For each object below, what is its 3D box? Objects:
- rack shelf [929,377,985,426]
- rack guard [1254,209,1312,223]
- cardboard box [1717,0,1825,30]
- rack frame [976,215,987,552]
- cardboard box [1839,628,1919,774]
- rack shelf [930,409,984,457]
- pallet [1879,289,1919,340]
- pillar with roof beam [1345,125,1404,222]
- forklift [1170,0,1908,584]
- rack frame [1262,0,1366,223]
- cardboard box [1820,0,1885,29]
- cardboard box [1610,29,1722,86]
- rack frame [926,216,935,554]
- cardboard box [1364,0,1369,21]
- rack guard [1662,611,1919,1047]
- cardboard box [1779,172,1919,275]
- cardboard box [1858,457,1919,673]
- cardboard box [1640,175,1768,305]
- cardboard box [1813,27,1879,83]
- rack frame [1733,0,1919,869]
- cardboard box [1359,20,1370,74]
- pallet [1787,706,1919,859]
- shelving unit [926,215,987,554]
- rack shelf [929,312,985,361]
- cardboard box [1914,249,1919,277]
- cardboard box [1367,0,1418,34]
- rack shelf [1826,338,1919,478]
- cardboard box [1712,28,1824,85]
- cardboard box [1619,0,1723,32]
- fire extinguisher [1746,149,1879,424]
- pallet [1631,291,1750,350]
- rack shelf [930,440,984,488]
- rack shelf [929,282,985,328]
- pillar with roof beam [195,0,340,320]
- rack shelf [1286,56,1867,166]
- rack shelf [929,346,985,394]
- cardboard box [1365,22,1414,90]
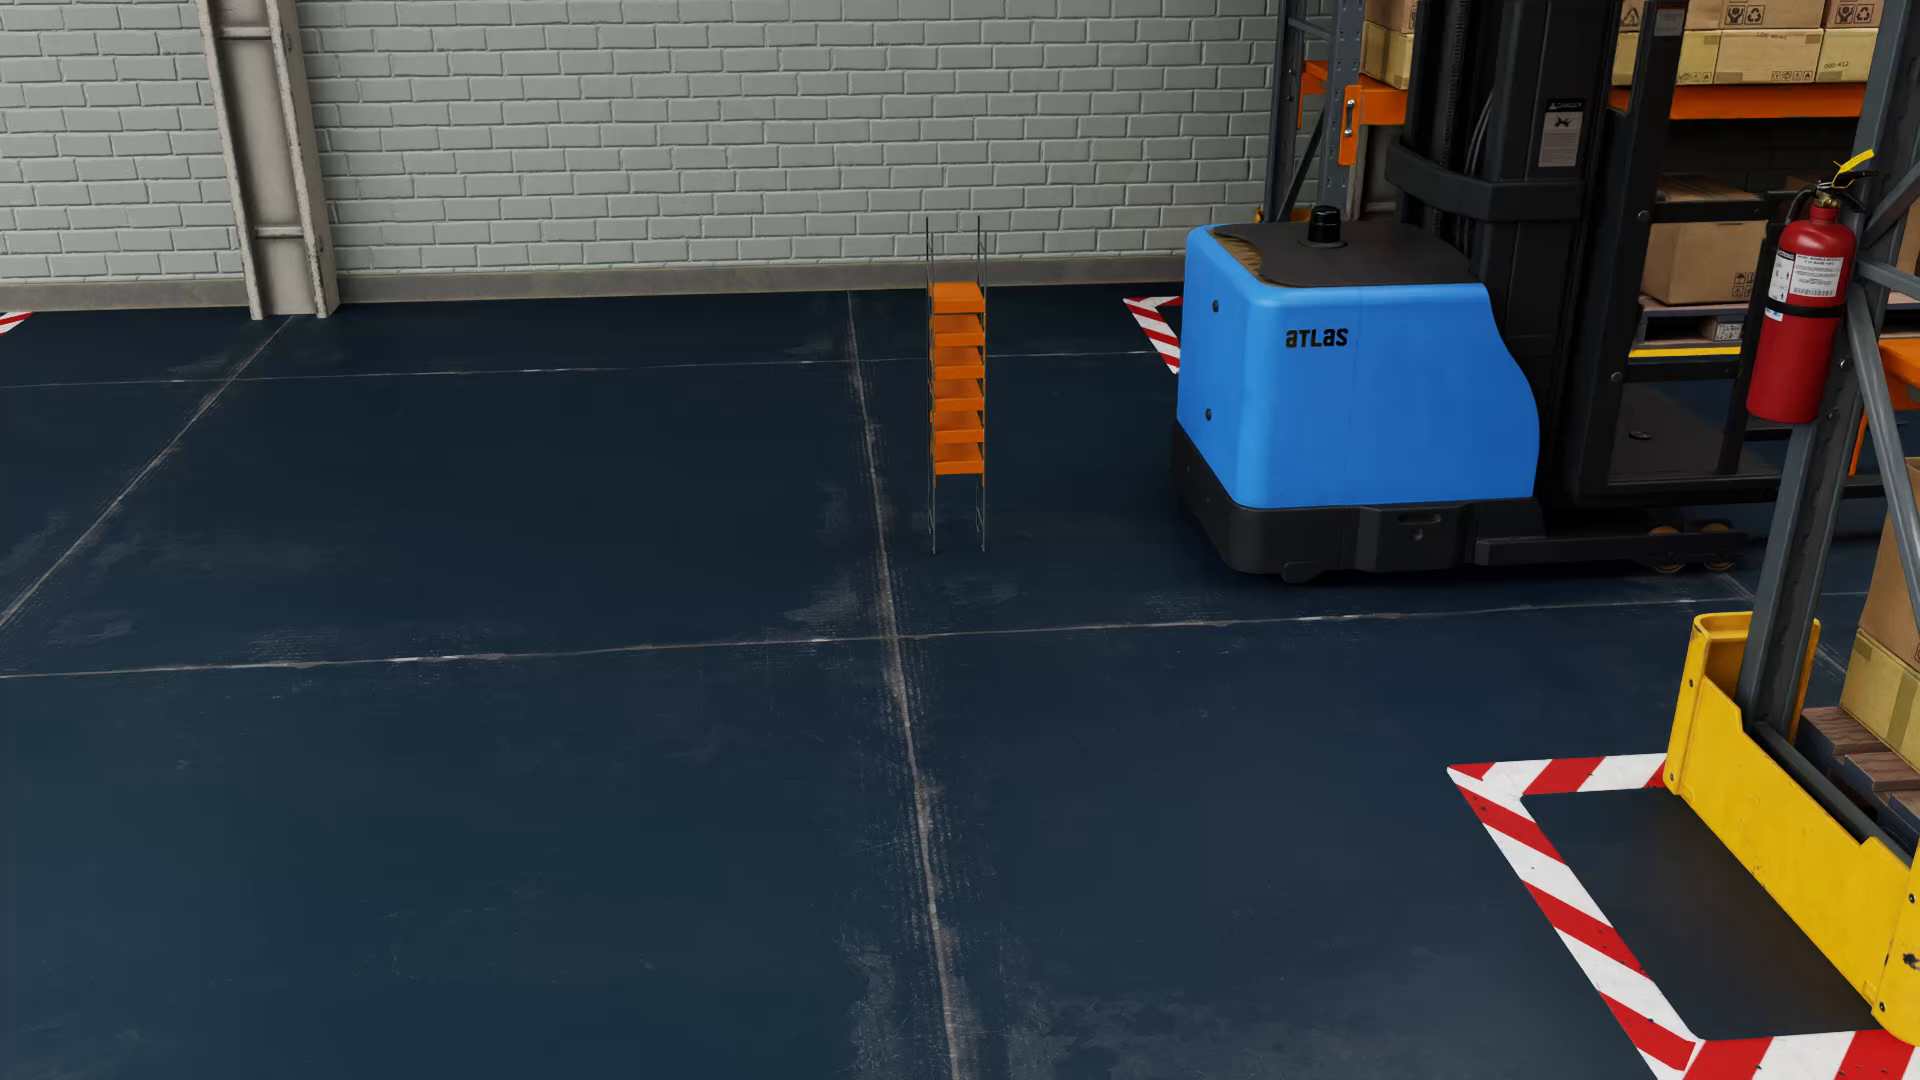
[{"bbox_3d":[-0.014,-0.507,6.023,0.180,0.103,0.258,-2,24,-5],"label":"rack shelf"},{"bbox_3d":[1.824,-1.343,8.656,0.348,0.500,1.175,-2,24,-5],"label":"rack guard"},{"bbox_3d":[3.773,-2.722,7.919,0.500,0.500,0.500,-2,24,-3],"label":"cardboard box"},{"bbox_3d":[0.077,-0.551,6.013,0.006,1.200,0.240,-2,24,-5],"label":"rack frame"},{"bbox_3d":[2.743,0.444,4.427,0.500,0.250,0.500,-2,24,-5],"label":"cardboard box"},{"bbox_3d":[-0.014,-0.397,6.072,0.180,0.103,0.258,-2,24,-5],"label":"rack shelf"},{"bbox_3d":[5.064,-1.327,8.975,1.213,0.211,1.003,-2,24,-5],"label":"pallet"},{"bbox_3d":[2.783,-3.861,3.858,0.400,9.000,9.100,-2,24,-5],"label":"pillar with roof beam"},{"bbox_3d":[2.395,-1.432,5.862,3.031,2.935,1.130,-3,24,-6],"label":"forklift"},{"bbox_3d":[1.748,-2.482,8.142,0.127,3.000,1.000,-2,24,-5],"label":"rack frame"},{"bbox_3d":[4.290,-2.743,7.966,0.500,0.500,0.500,-3,24,-7],"label":"cardboard box"},{"bbox_3d":[3.288,-2.359,8.023,0.500,0.250,0.500,-3,24,-6],"label":"cardboard box"},{"bbox_3d":[-0.105,-0.544,5.997,0.006,1.200,0.240,-2,24,-5],"label":"rack frame"},{"bbox_3d":[2.196,-2.870,8.251,0.500,0.500,0.500,-3,24,-6],"label":"cardboard box"},{"bbox_3d":[2.215,0.663,4.143,0.348,0.500,1.175,-2,24,-5],"label":"rack guard"},{"bbox_3d":[4.700,-1.643,8.790,0.500,0.500,0.500,-4,24,-9],"label":"cardboard box"},{"bbox_3d":[2.743,0.100,4.277,0.500,0.500,0.500,-2,24,-5],"label":"cardboard box"},{"bbox_3d":[3.748,-1.564,8.612,0.500,0.500,0.700,-4,24,-8],"label":"cardboard box"},{"bbox_3d":[4.292,-2.398,8.113,0.500,0.250,0.500,-2,24,-5],"label":"cardboard box"},{"bbox_3d":[2.239,-0.480,3.637,0.127,3.000,1.000,-2,24,-5],"label":"rack frame"},{"bbox_3d":[2.194,-2.520,8.386,0.500,0.250,0.500,-2,24,-4],"label":"cardboard box"},{"bbox_3d":[2.996,0.747,4.310,1.213,0.211,1.003,-2,24,-5],"label":"pallet"},{"bbox_3d":[-0.014,-0.548,6.005,0.189,1.200,0.258,-2,24,-5],"label":"shelving unit"},{"bbox_3d":[-0.014,-0.726,5.926,0.180,0.103,0.258,-2,24,-5],"label":"rack shelf"},{"bbox_3d":[5.199,-1.515,8.912,0.250,0.166,0.380,-5,25,-12],"label":"cardboard box"},{"bbox_3d":[2.253,-2.663,7.785,0.500,0.500,0.500,-2,24,-5],"label":"cardboard box"},{"bbox_3d":[4.229,-0.231,3.963,4.000,0.370,1.077,-2,24,-5],"label":"rack shelf"},{"bbox_3d":[3.791,-2.378,8.067,0.500,0.250,0.500,-2,24,-5],"label":"cardboard box"},{"bbox_3d":[3.260,-2.697,7.861,0.500,0.500,0.500,-3,24,-7],"label":"cardboard box"},{"bbox_3d":[2.075,-0.628,4.065,0.183,0.674,0.296,-2,24,-5],"label":"fire extinguisher"},{"bbox_3d":[3.847,-1.277,8.862,1.213,0.211,1.003,-2,24,-5],"label":"pallet"},{"bbox_3d":[-0.014,-0.288,6.121,0.180,0.103,0.258,-2,24,-5],"label":"rack shelf"},{"bbox_3d":[-0.014,-0.836,5.877,0.180,0.103,0.258,-2,24,-5],"label":"rack shelf"},{"bbox_3d":[-3.188,-3.622,3.319,0.400,9.000,9.100,-2,24,-5],"label":"pillar with roof beam"},{"bbox_3d":[3.738,-2.233,8.467,4.000,0.370,1.077,-2,24,-5],"label":"rack shelf"},{"bbox_3d":[-0.014,-0.617,5.974,0.180,0.103,0.258,-2,24,-5],"label":"rack shelf"},{"bbox_3d":[2.265,-2.314,7.923,0.500,0.250,0.500,-3,24,-7],"label":"cardboard box"}]
